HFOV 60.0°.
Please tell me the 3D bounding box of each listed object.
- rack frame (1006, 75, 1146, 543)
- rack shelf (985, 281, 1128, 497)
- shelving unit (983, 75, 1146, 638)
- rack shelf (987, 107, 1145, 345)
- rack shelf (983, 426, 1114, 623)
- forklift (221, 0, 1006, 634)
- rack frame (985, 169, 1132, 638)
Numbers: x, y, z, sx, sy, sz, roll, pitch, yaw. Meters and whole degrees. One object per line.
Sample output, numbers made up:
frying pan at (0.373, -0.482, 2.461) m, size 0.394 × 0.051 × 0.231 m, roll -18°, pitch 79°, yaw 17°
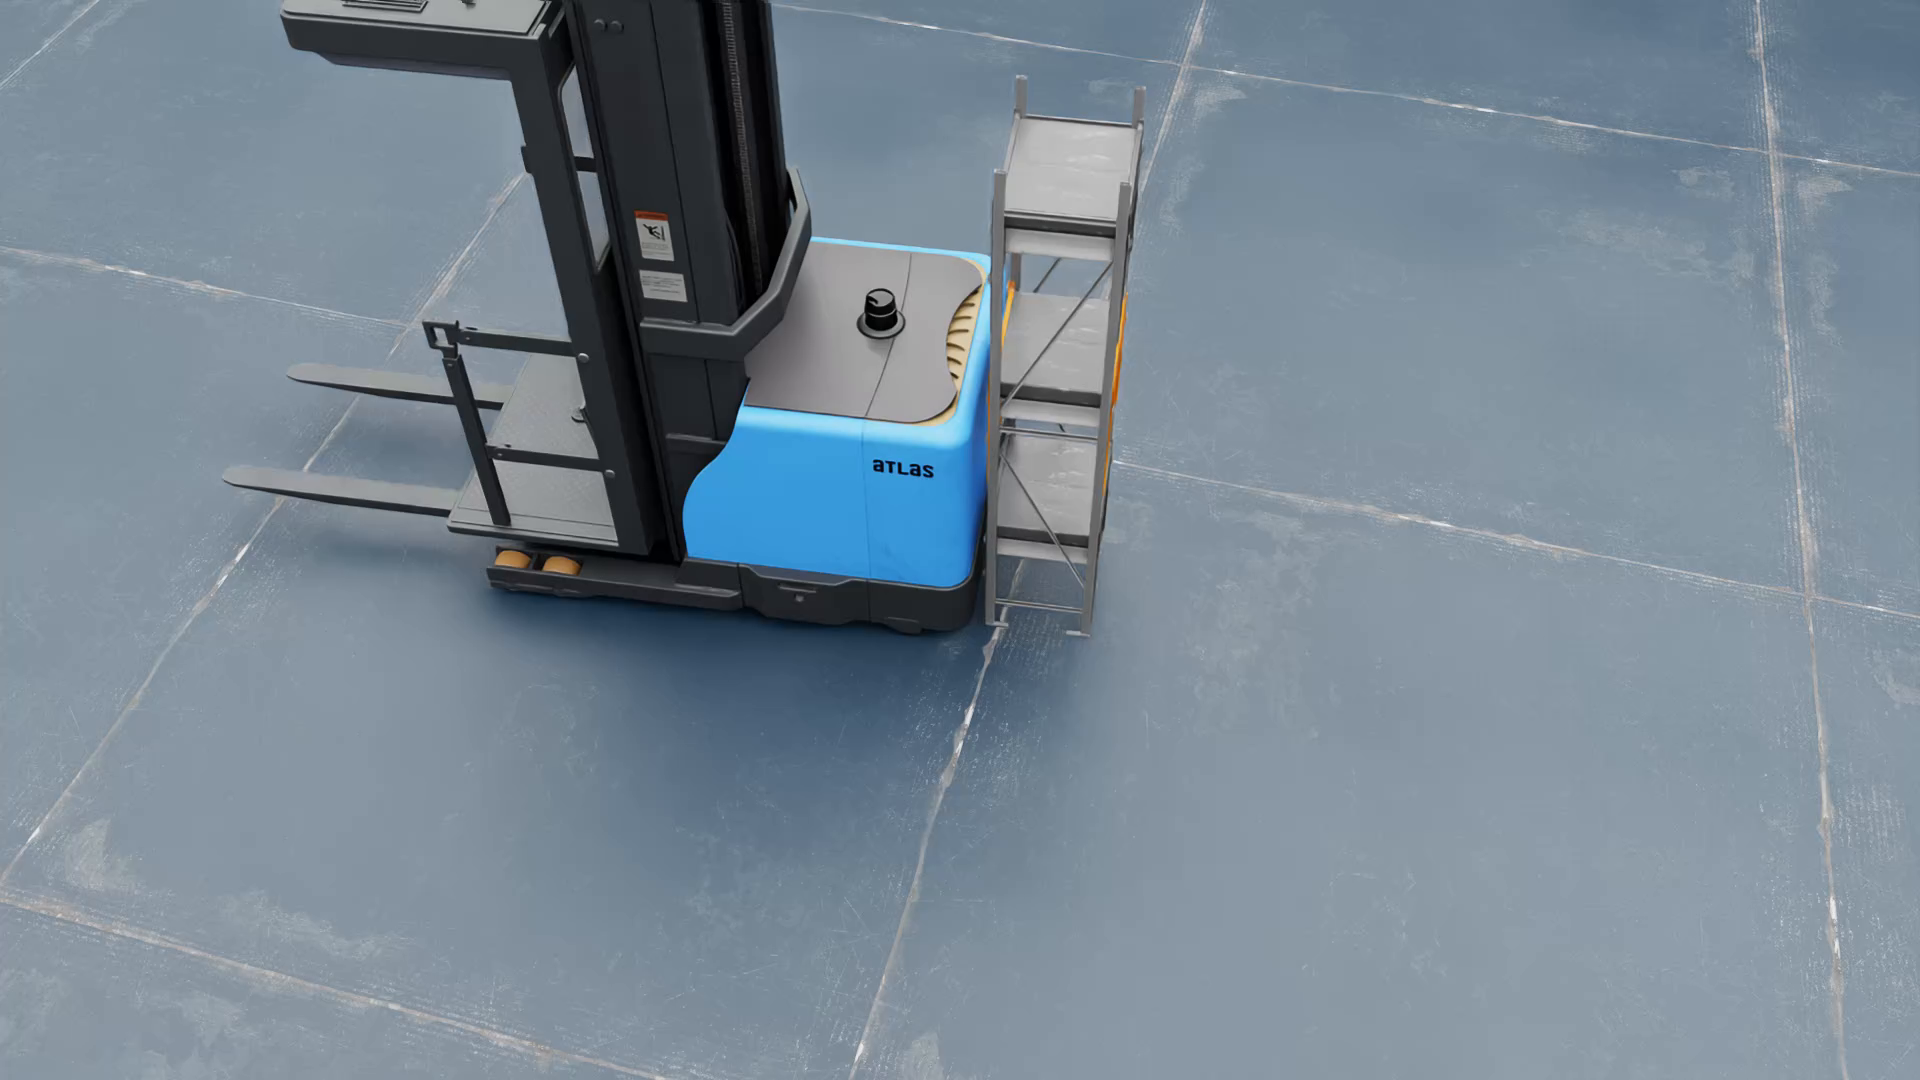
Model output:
rack frame at (0.372, -0.711, 5.896) m, size 0.400 × 2.100 × 0.015 m, roll 7°, pitch 49°, yaw 6°
rack shelf at (0.334, -0.522, 5.747) m, size 0.431 × 0.518 × 0.480 m, roll 7°, pitch 49°, yaw 6°
shelving unit at (0.334, -0.531, 5.737) m, size 0.431 × 2.100 × 0.503 m, roll 7°, pitch 49°, yaw 6°
rack shelf at (0.334, -0.985, 5.222) m, size 0.431 × 0.518 × 0.480 m, roll 7°, pitch 49°, yaw 6°
rack shelf at (0.334, -0.059, 6.272) m, size 0.431 × 0.518 × 0.480 m, roll 7°, pitch 49°, yaw 6°
forklift at (-1.380, -1.133, 5.714) m, size 3.031 × 2.935 × 1.130 m, roll 7°, pitch 49°, yaw 6°
rack frame at (0.296, -0.350, 5.577) m, size 0.400 × 2.100 × 0.015 m, roll 7°, pitch 49°, yaw 6°
